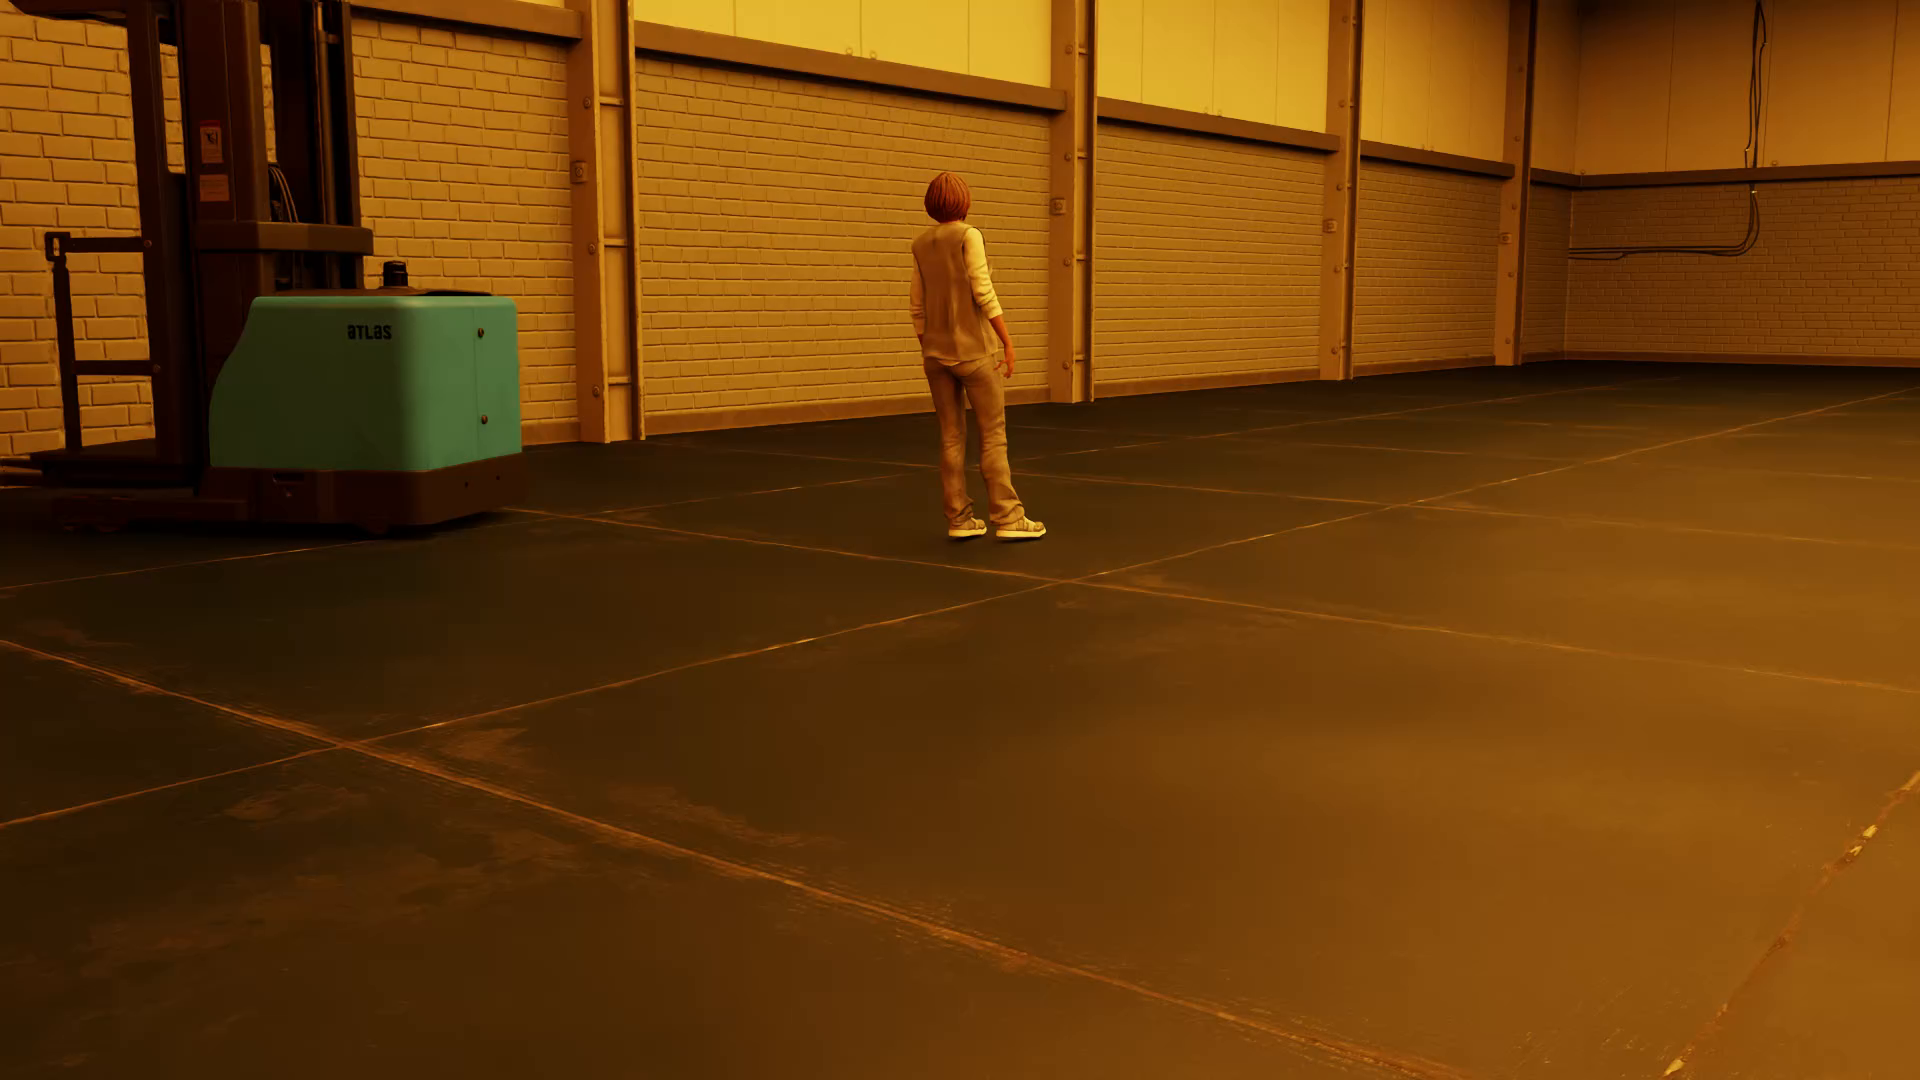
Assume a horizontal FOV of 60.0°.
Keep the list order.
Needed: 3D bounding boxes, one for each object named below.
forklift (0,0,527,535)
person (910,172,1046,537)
[{"bbox_3d":[-3.721,-1.559,7.933,3.031,2.935,1.130,2,9,12],"label":"forklift"},{"bbox_3d":[0.057,-0.804,7.336,0.521,1.596,0.475,7,11,38],"label":"person"}]
